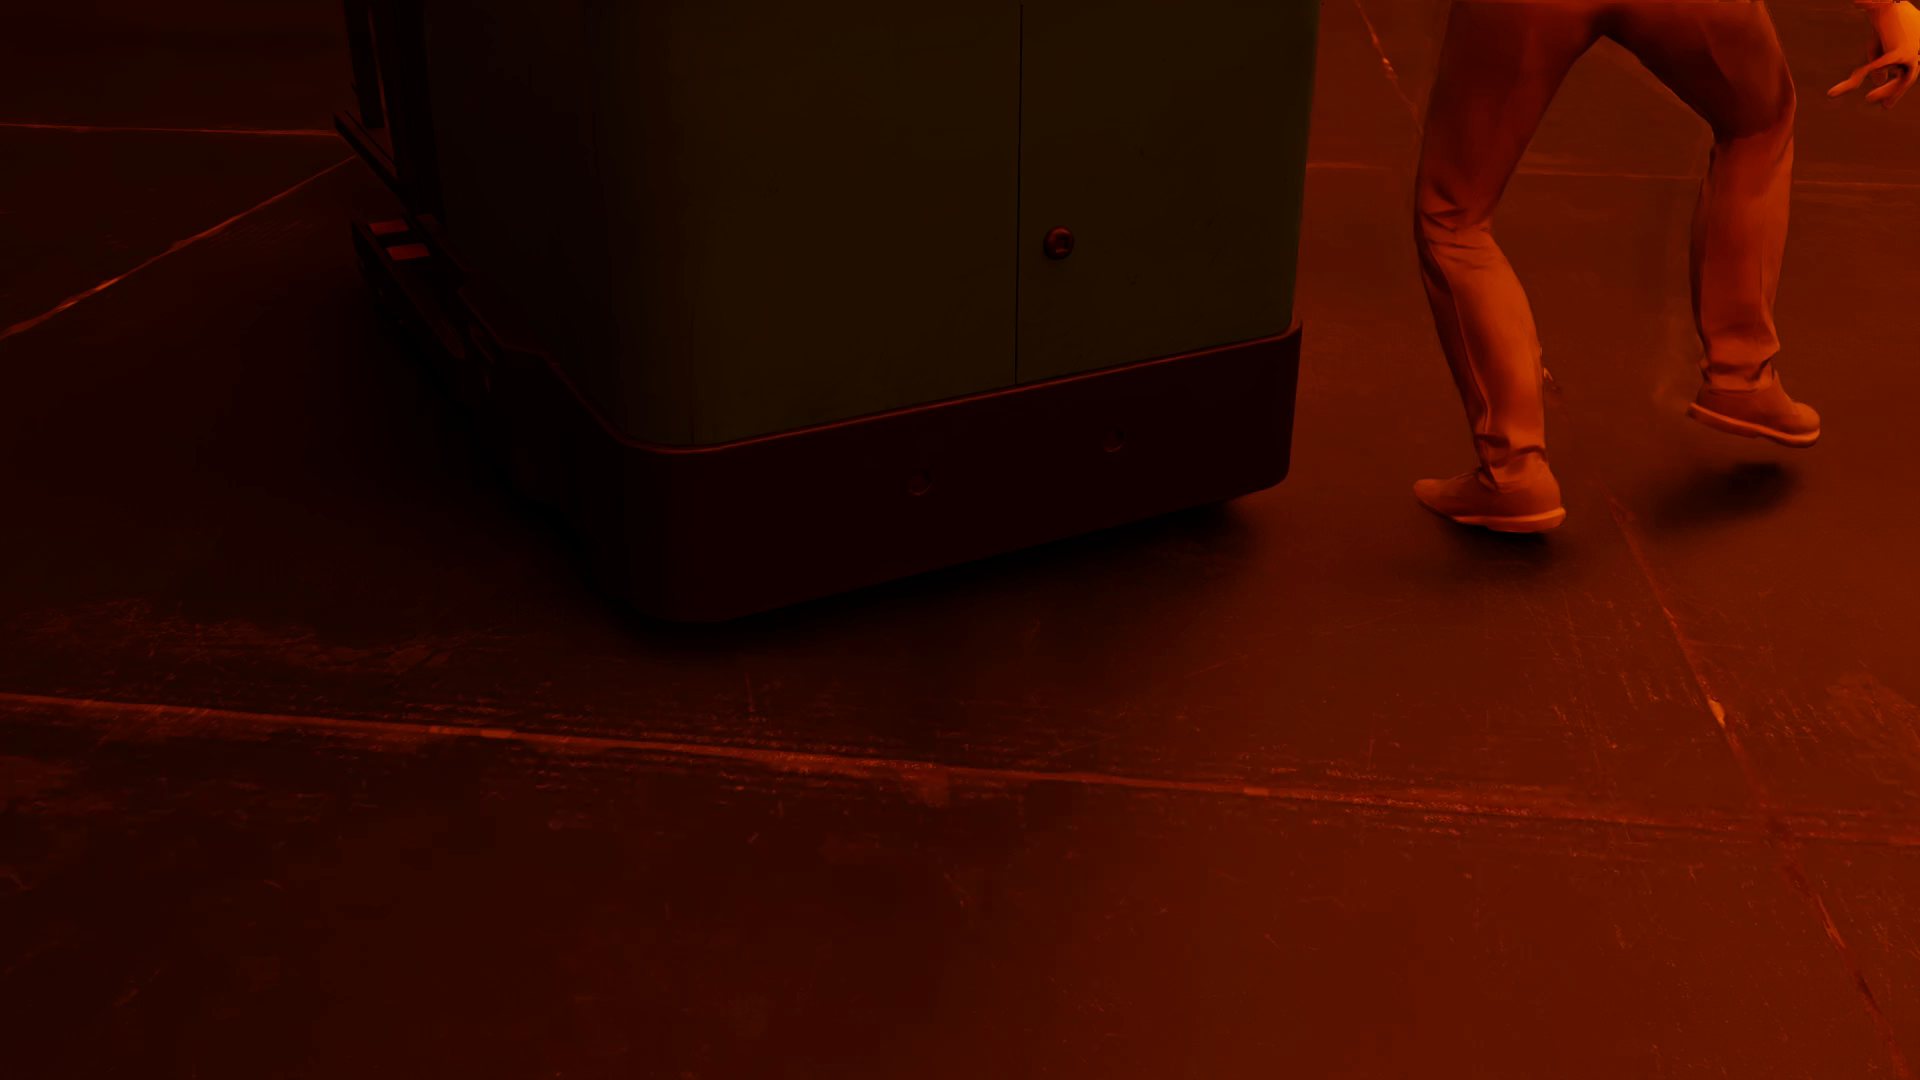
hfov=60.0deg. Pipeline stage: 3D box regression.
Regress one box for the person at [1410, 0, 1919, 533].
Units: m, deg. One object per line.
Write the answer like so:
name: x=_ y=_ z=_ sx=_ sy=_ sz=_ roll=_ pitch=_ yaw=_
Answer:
person: x=0.863 y=-0.792 z=2.369 sx=1.058 sy=1.610 sz=0.527 roll=5 pitch=27 yaw=10

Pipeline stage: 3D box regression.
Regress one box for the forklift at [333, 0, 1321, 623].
forklift: x=-0.630 y=-1.830 z=2.884 sx=1.130 sy=2.935 sz=3.031 roll=-13 pitch=29 yaw=-25
